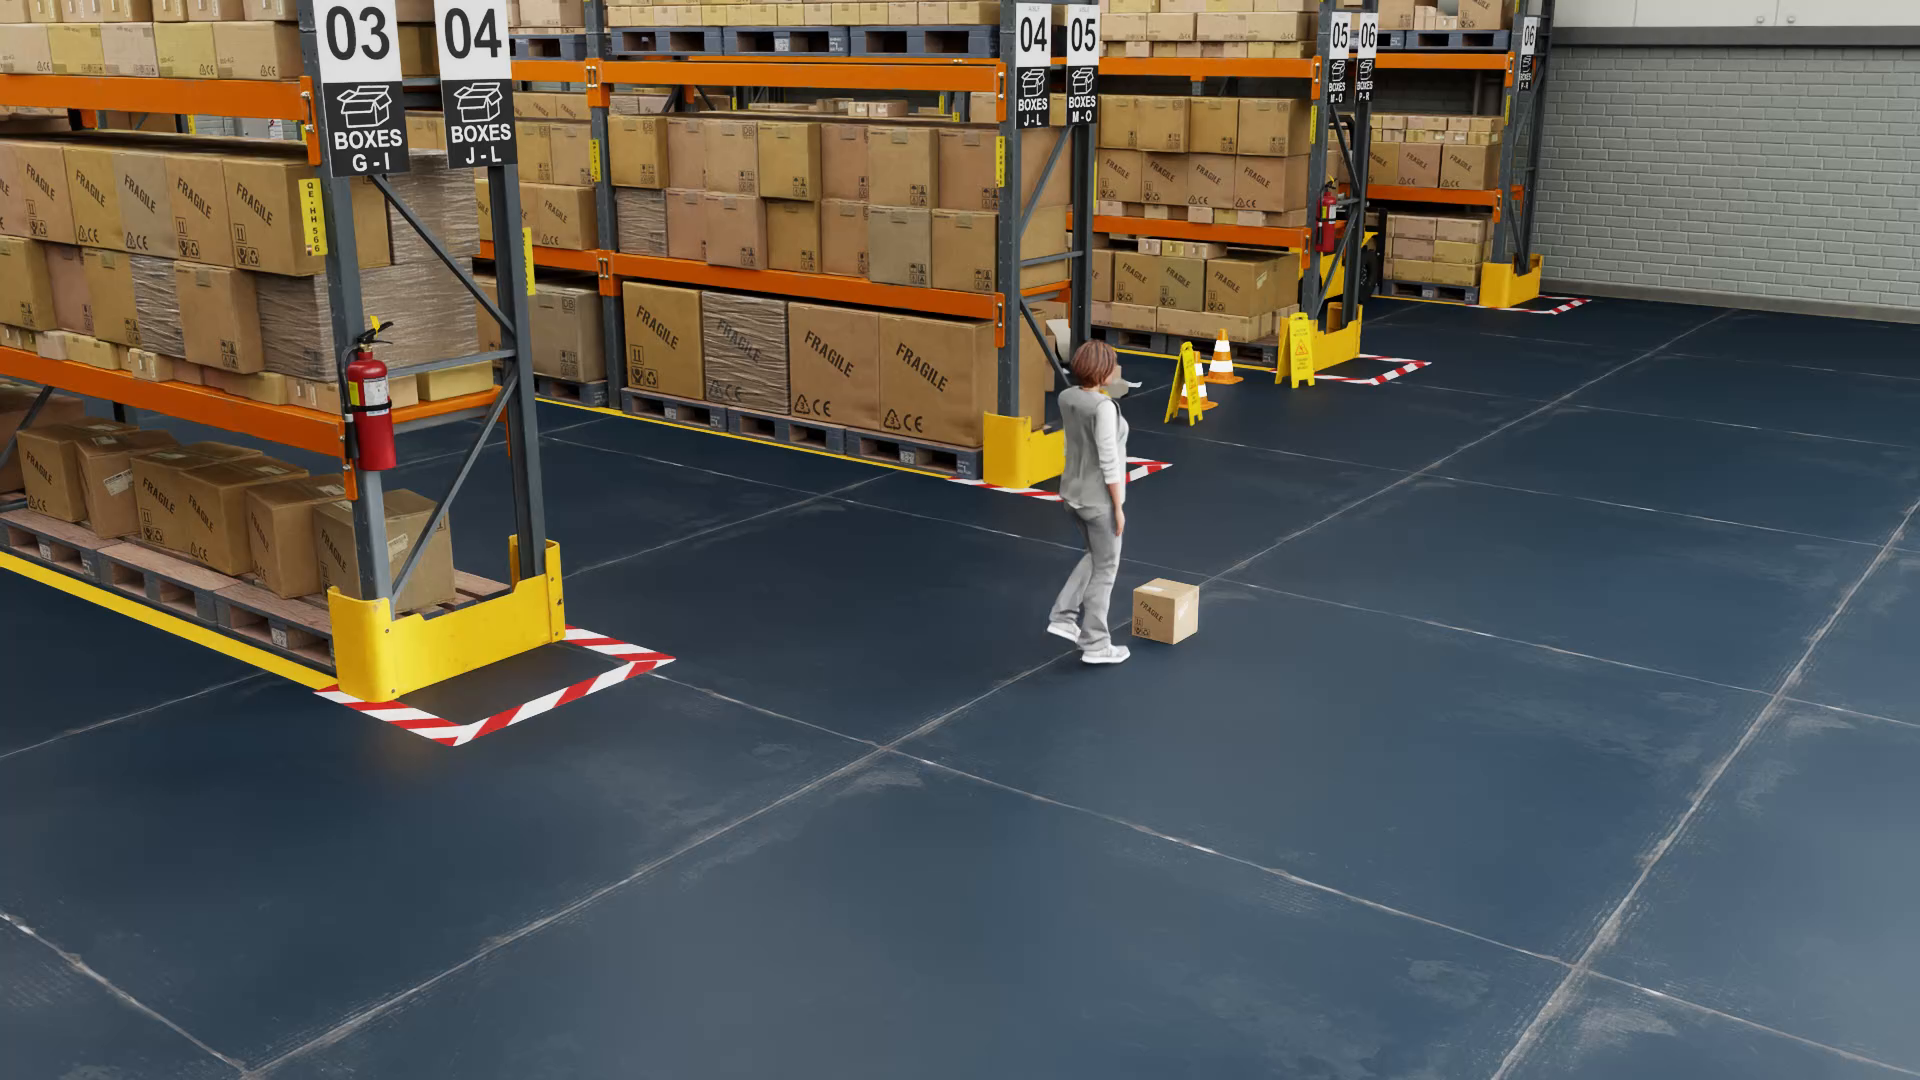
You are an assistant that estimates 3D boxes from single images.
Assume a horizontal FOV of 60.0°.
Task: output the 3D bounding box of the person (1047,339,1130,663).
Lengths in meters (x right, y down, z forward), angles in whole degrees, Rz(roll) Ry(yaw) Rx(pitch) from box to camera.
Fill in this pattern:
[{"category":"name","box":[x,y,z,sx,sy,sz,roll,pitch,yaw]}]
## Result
[{"category":"person","box":[0.635,-0.177,8.087,0.394,1.603,0.436,-9,19,-28]}]
